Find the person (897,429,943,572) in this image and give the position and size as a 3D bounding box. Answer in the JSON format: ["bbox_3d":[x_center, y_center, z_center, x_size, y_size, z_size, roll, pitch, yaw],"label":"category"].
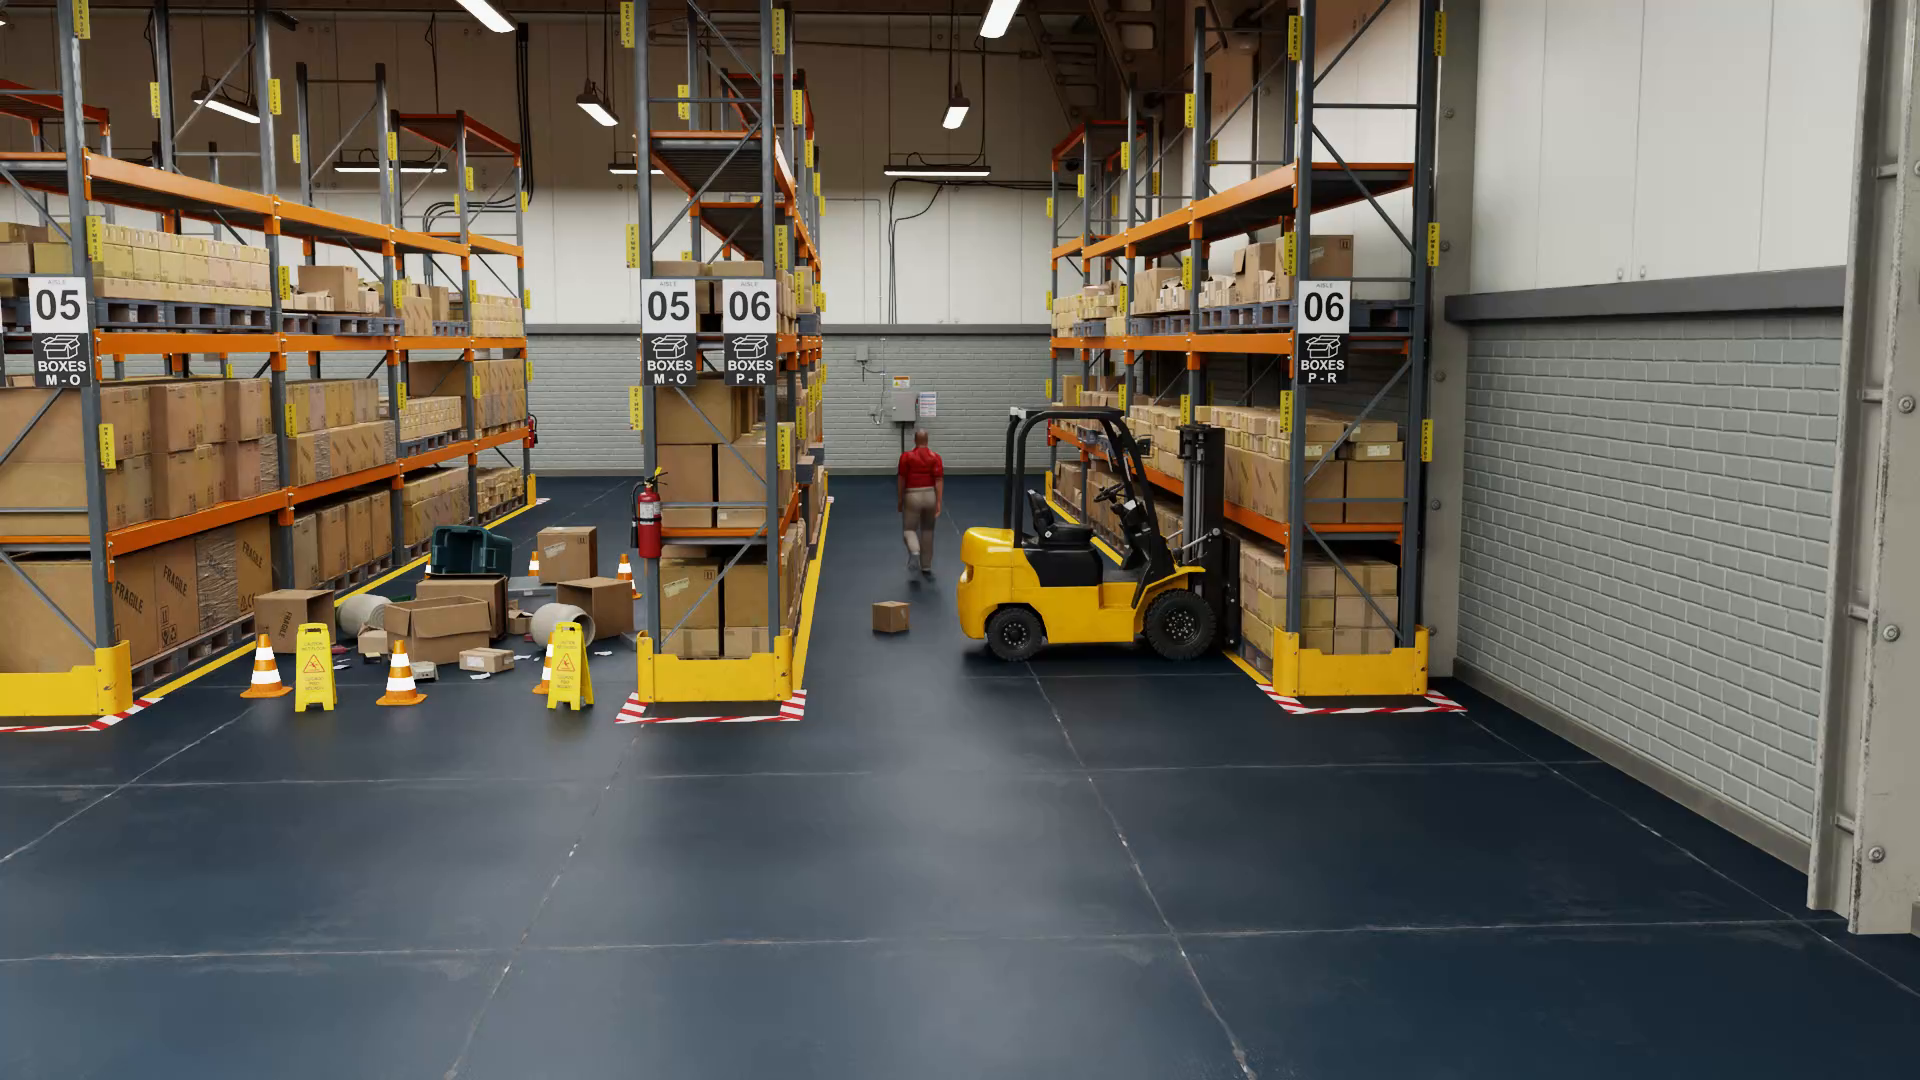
[{"bbox_3d":[-0.468,-0.456,19.544,0.524,1.690,0.843,-1,7,-10],"label":"person"}]
